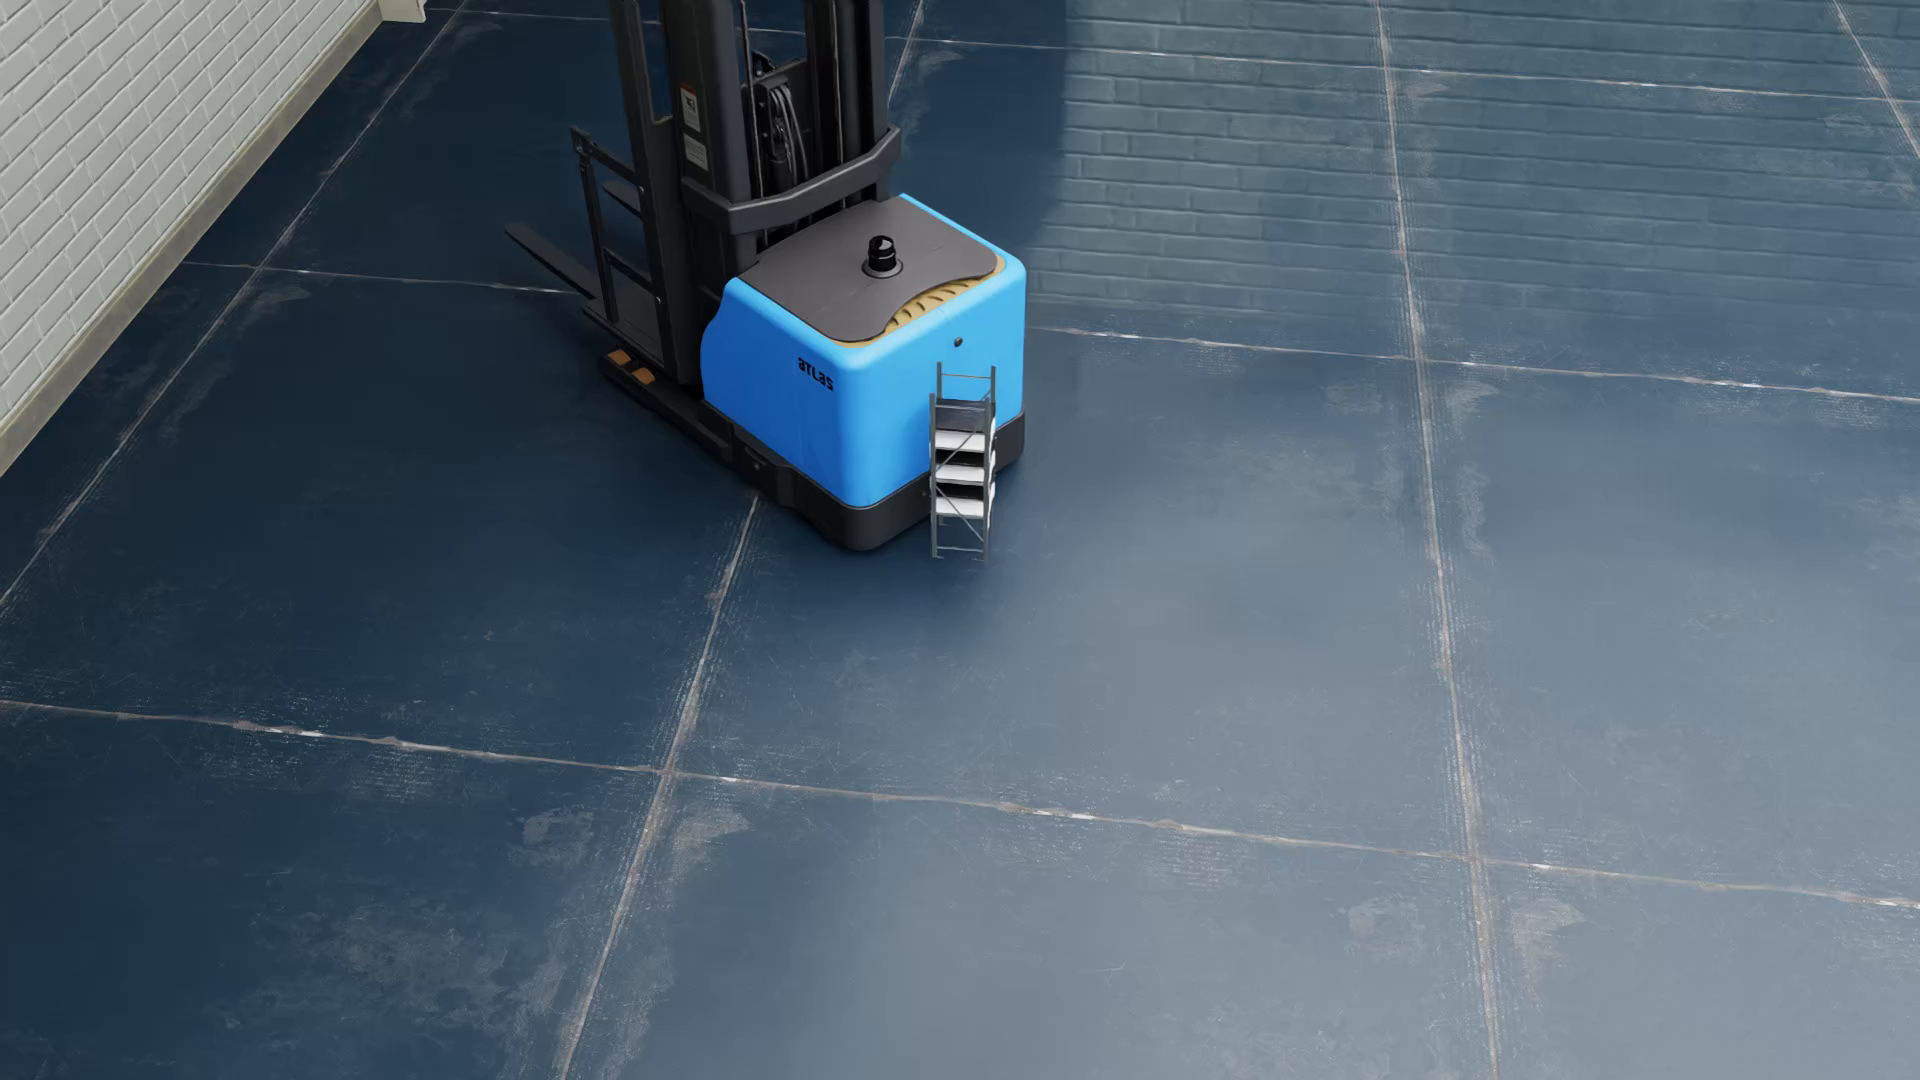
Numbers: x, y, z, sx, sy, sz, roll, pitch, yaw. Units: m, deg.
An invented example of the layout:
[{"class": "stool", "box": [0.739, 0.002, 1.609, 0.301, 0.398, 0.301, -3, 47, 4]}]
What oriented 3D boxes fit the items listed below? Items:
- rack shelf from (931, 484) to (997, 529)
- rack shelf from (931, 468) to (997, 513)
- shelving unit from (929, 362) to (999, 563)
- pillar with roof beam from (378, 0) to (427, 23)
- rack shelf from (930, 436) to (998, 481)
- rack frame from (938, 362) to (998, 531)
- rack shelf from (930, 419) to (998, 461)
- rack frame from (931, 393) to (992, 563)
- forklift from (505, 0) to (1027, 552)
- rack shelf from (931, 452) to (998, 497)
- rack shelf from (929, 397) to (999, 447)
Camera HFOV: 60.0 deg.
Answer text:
[{"class": "rack shelf", "box": [0.018, -0.153, 7.067, 0.258, 0.077, 0.200, 5, 44, 5]}, {"class": "rack shelf", "box": [0.018, -0.218, 7.005, 0.258, 0.077, 0.200, 5, 44, 5]}, {"class": "shelving unit", "box": [0.018, -0.308, 6.921, 0.258, 0.900, 0.210, 5, 44, 5]}, {"class": "pillar with roof beam", "box": [0.654, -6.384, 7.447, 9.100, 9.000, 0.400, 5, 44, 6]}, {"class": "rack shelf", "box": [0.018, -0.349, 6.882, 0.258, 0.077, 0.200, 5, 44, 5]}, {"class": "rack frame", "box": [0.031, -0.377, 6.994, 0.240, 0.900, 0.006, 5, 44, 5]}, {"class": "rack shelf", "box": [0.018, -0.414, 6.820, 0.258, 0.077, 0.200, 5, 44, 5]}, {"class": "rack frame", "box": [0.005, -0.239, 6.847, 0.240, 0.900, 0.006, 5, 44, 5]}, {"class": "forklift", "box": [-1.083, -1.934, 7.161, 1.130, 2.935, 3.031, -33, 53, -30]}, {"class": "rack shelf", "box": [0.018, -0.284, 6.944, 0.258, 0.077, 0.200, 5, 44, 5]}, {"class": "rack shelf", "box": [0.018, -0.480, 6.758, 0.258, 0.077, 0.200, 5, 44, 5]}]
